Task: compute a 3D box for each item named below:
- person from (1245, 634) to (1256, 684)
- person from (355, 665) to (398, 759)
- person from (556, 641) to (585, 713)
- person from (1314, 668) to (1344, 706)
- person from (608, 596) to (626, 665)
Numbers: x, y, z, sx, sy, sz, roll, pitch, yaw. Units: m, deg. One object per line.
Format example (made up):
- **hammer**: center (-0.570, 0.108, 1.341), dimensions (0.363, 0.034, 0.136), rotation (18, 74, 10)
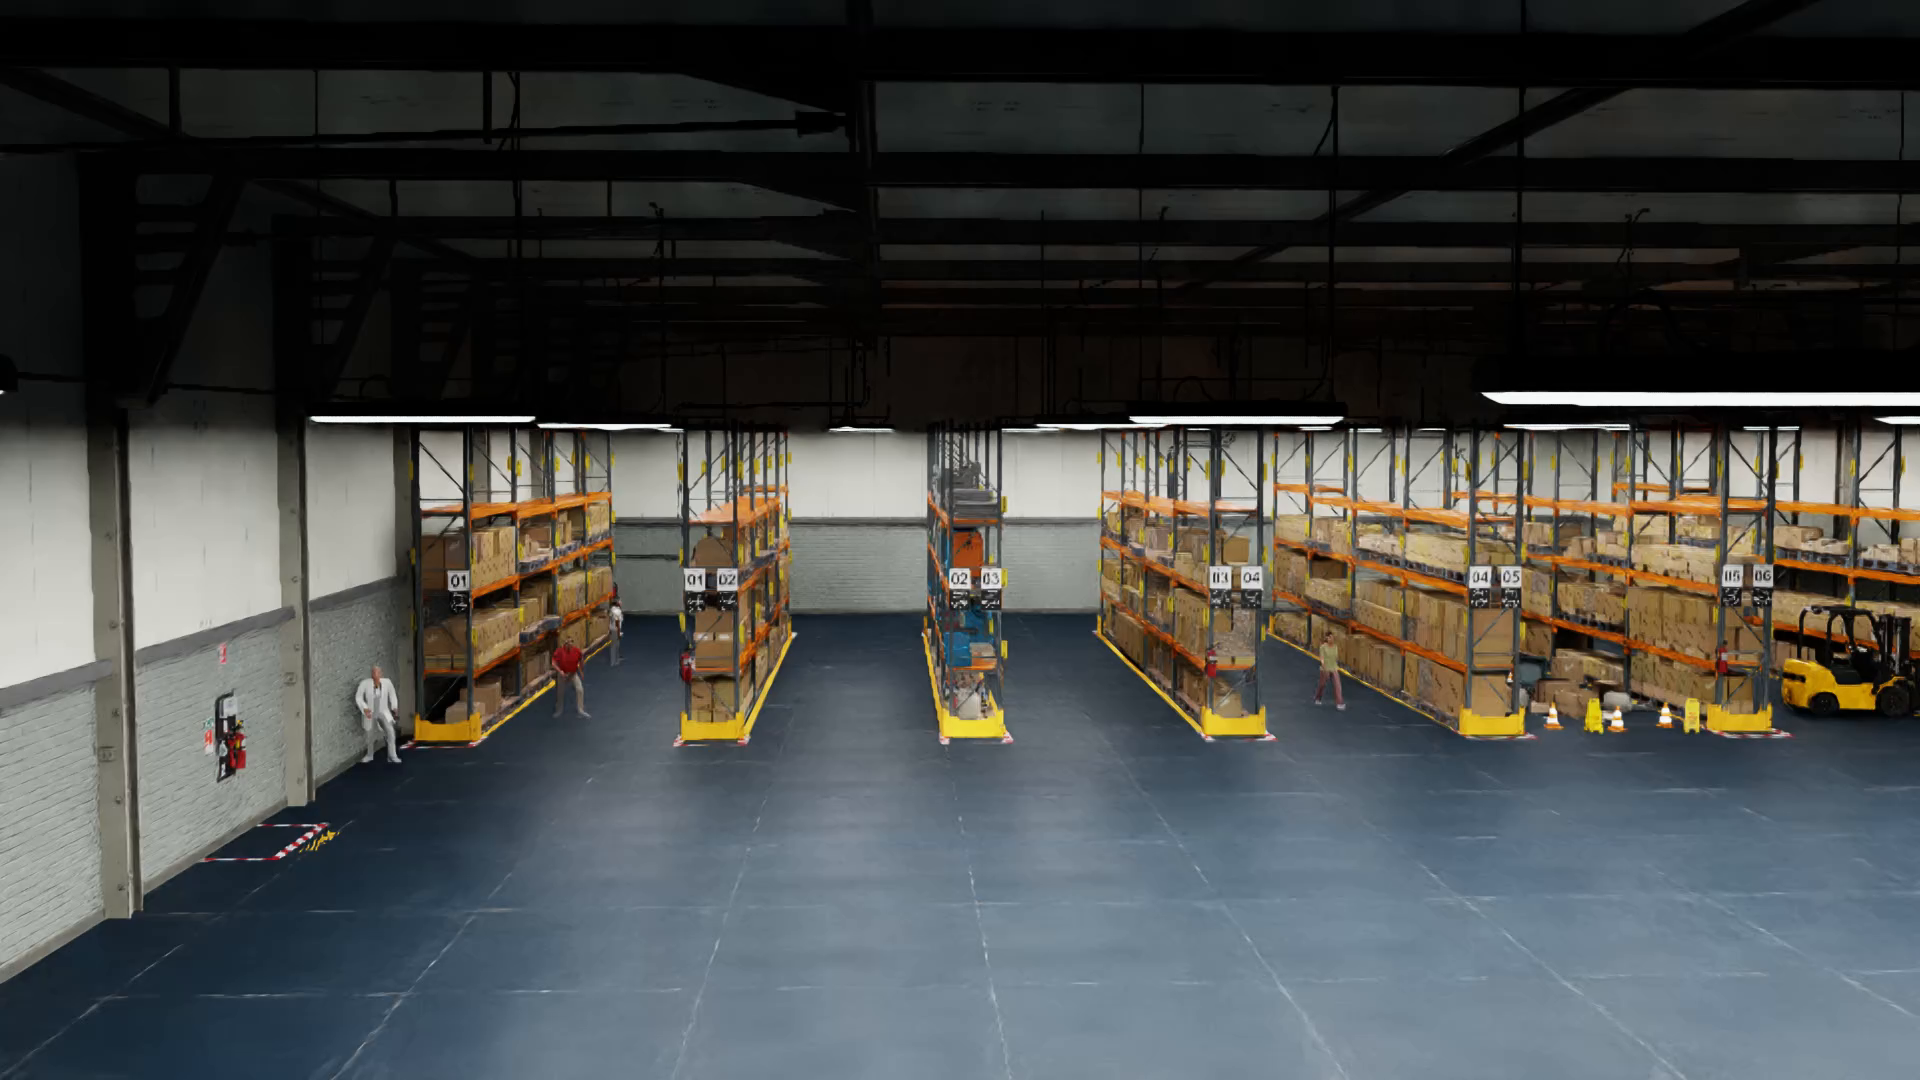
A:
- **person**: center (6.723, 2.481, 38.212), dimensions (0.352, 1.711, 0.526), rotation (-2, 4, -29)
- **person**: center (-10.095, 2.972, 28.774), dimensions (0.708, 1.641, 0.822), rotation (-1, 4, -22)
- **person**: center (-7.890, 2.739, 33.580), dimensions (0.517, 1.479, 0.670), rotation (-2, 4, -23)
- **person**: center (7.687, 2.986, 34.699), dimensions (0.361, 0.852, 0.876), rotation (-1, 4, -11)
- **person**: center (-8.484, 2.233, 41.216), dimensions (0.441, 1.683, 0.507), rotation (-2, 4, -22)
